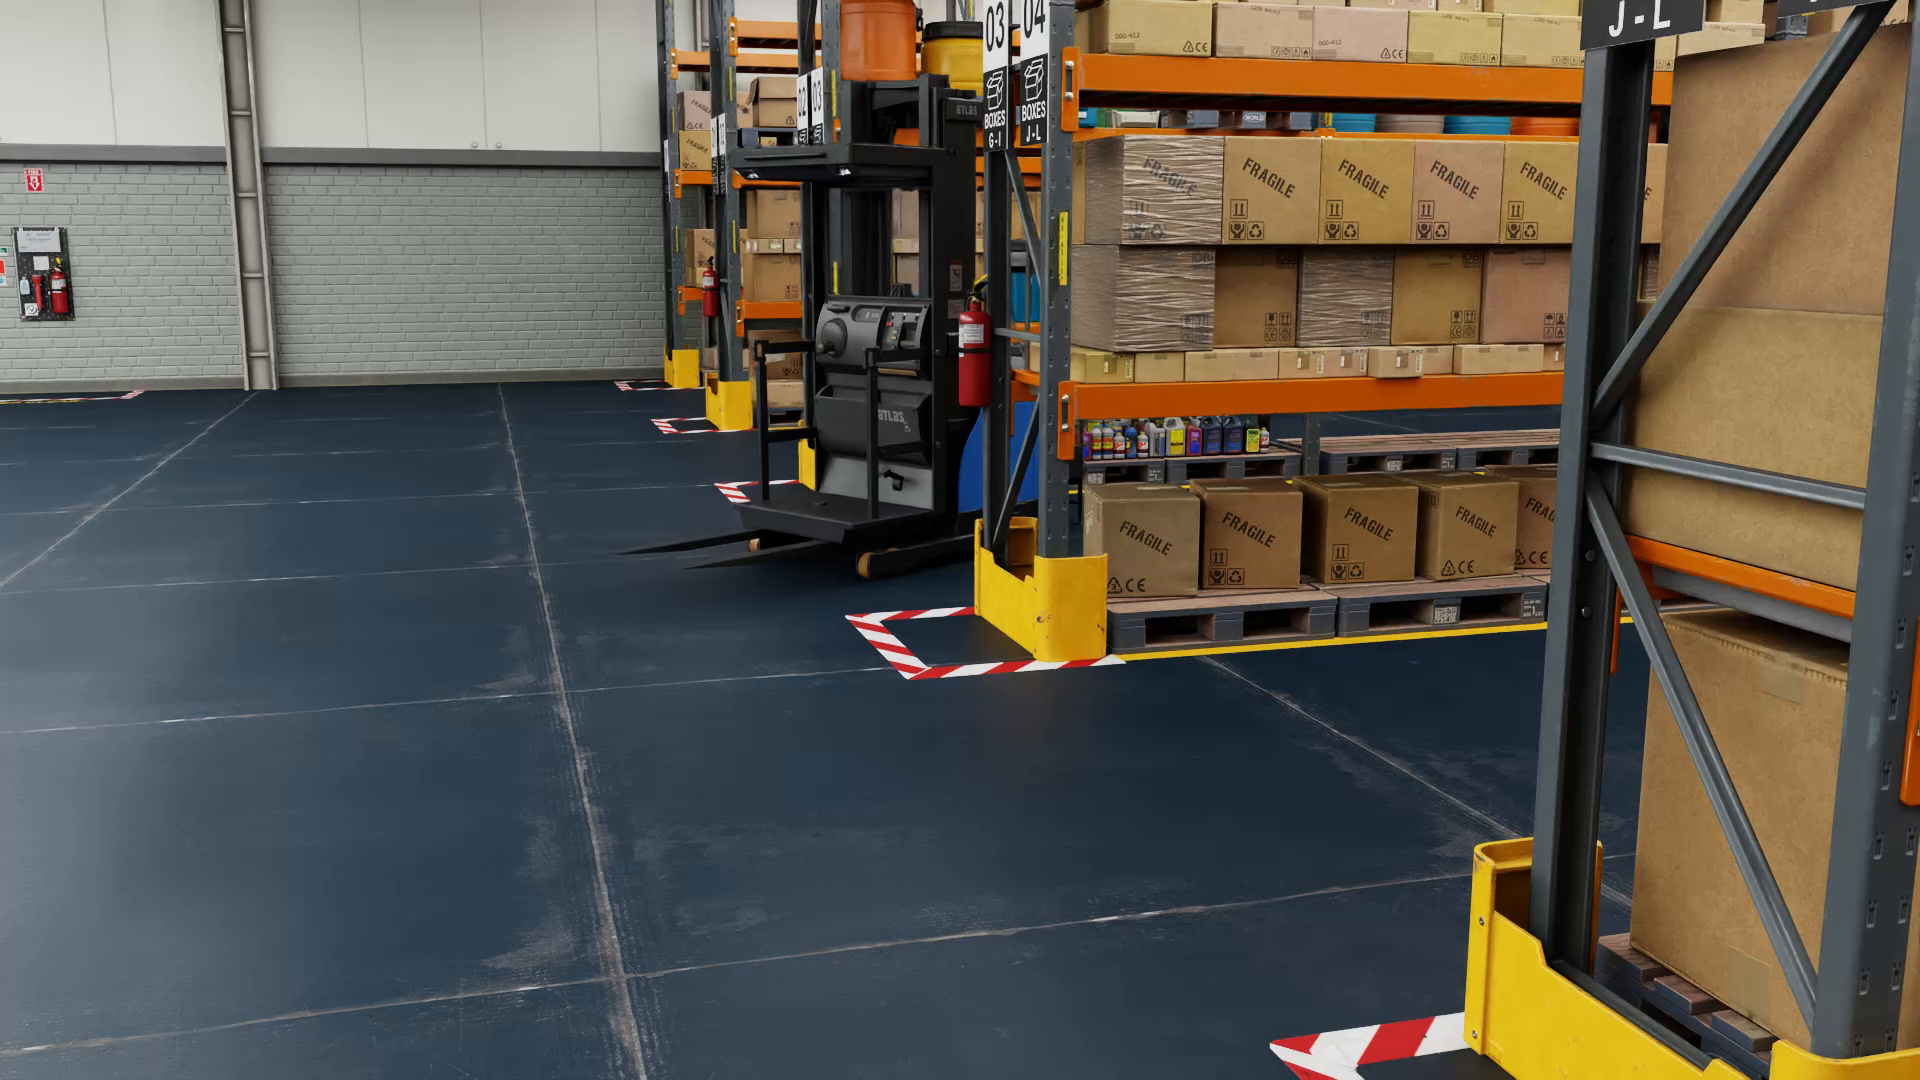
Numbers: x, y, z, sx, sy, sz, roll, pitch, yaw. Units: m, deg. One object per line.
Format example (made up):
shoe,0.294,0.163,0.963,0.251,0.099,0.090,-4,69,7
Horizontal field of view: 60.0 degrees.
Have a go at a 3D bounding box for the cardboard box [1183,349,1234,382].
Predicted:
cardboard box,1.148,-0.866,8.160,0.250,0.149,0.380,-3,11,-16

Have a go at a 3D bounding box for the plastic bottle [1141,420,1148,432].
plastic bottle,1.554,-0.843,13.630,0.133,0.283,0.061,-3,11,-16

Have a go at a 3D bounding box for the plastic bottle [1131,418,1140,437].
plastic bottle,1.531,-0.962,14.273,0.133,0.283,0.061,-3,11,-13

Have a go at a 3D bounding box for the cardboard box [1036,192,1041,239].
cardboard box,0.969,-3.586,18.379,0.500,0.500,0.700,-3,11,-16

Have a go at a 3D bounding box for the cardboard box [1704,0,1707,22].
cardboard box,3.645,-2.733,8.634,0.250,0.149,0.380,-3,11,-15

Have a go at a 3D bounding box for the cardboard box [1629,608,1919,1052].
cardboard box,2.240,0.663,3.870,0.875,0.875,0.875,-3,11,-16

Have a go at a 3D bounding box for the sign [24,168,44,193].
sign,-11.585,-4.501,20.809,0.199,0.298,0.001,-3,11,-16

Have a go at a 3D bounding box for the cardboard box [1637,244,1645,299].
cardboard box,3.219,-1.364,9.073,0.500,0.500,0.875,-3,11,-16

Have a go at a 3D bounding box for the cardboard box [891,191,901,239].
cardboard box,-0.958,-3.484,17.827,0.500,0.500,0.700,-3,11,-16

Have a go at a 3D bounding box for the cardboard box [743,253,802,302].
cardboard box,-1.996,-2.790,17.641,0.500,0.500,0.700,-3,11,-16

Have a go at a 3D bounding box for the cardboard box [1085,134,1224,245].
cardboard box,0.922,-1.665,7.946,0.500,0.500,0.500,-3,11,-16

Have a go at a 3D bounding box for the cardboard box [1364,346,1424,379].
cardboard box,2.125,-0.906,8.375,0.250,0.149,0.380,-3,11,-16

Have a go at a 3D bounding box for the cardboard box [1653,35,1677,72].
cardboard box,3.289,-2.508,8.514,0.500,0.250,0.500,-3,11,-15

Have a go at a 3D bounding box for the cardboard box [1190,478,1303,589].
cardboard box,1.486,-0.039,8.719,0.500,0.500,0.500,0,10,-1

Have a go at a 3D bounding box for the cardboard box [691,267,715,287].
cardboard box,-3.279,-3.486,22.057,0.500,0.250,0.500,-3,11,-18

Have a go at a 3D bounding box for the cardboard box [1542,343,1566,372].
cardboard box,3.049,-0.979,8.774,0.250,0.149,0.380,-3,11,-16

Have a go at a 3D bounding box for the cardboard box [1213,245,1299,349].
cardboard box,1.300,-1.262,8.518,0.500,0.500,0.875,-3,11,-16

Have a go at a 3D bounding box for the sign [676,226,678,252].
sign,-3.684,-3.912,21.620,0.005,0.325,0.100,-3,11,-16

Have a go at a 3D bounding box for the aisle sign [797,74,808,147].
aisle sign,-1.219,-3.185,12.881,0.004,0.787,0.394,-3,11,-16

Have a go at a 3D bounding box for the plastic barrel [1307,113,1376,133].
plastic barrel,3.201,-3.846,13.983,0.708,0.901,0.600,-3,11,-16

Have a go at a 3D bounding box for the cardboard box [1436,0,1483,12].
cardboard box,2.379,-2.665,8.264,0.250,0.149,0.380,-3,11,-18

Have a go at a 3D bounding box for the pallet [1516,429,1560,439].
pallet,5.860,-0.859,15.131,1.213,0.211,1.003,-3,11,-16

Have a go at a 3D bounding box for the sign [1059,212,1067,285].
sign,0.469,-1.329,7.588,0.005,0.325,0.100,-3,11,-16

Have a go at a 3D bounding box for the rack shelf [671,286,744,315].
rack shelf,-1.916,-3.328,22.825,4.000,0.370,1.077,-3,11,-16

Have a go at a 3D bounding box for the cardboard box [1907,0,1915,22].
cardboard box,5.542,-2.987,9.255,0.637,0.503,0.797,-3,11,-14

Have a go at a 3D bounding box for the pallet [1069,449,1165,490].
pallet,0.944,-0.600,13.723,1.213,0.211,1.003,-3,11,-16

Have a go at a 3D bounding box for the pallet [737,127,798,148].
pallet,-1.762,-4.183,17.440,1.213,0.211,1.003,-3,11,-16

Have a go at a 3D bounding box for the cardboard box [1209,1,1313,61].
cardboard box,1.346,-2.405,7.956,0.500,0.250,0.500,-3,11,-17

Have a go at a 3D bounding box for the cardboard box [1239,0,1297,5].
cardboard box,1.412,-2.600,7.915,0.250,0.149,0.380,-3,11,-14

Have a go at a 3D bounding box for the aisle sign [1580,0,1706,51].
aisle sign,1.455,-1.457,3.496,0.004,0.787,0.394,-3,11,-16

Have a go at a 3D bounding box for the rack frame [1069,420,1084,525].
rack frame,0.734,-1.169,11.596,0.015,2.100,0.400,-8,13,-36

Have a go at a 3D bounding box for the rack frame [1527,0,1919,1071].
rack frame,1.607,-0.130,3.467,0.127,3.000,1.000,-3,11,-16

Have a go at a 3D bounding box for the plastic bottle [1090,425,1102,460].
plastic bottle,1.090,-0.788,13.361,0.097,0.271,0.097,0,10,0

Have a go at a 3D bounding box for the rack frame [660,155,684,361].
rack frame,-3.836,-3.580,22.210,0.127,3.000,1.000,-3,11,-16

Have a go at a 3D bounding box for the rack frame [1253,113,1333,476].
rack frame,2.774,-2.061,13.955,0.127,3.000,1.000,-3,11,-16

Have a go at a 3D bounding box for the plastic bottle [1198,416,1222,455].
plastic bottle,2.052,-0.882,13.653,0.185,0.351,0.144,-4,11,-19

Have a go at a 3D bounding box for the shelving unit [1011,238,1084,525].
shelving unit,0.538,-1.142,11.453,0.503,2.100,0.431,-8,13,-36

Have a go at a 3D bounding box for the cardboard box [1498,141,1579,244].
cardboard box,2.843,-1.766,8.493,0.500,0.500,0.500,-3,11,-16

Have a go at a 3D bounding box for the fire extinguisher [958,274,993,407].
fire extinguisher,0.079,-1.033,8.589,0.183,0.674,0.296,-3,11,-16

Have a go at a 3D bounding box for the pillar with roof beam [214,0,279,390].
pillar with roof beam,-7.963,-5.665,16.962,0.400,9.000,9.100,-3,11,-16

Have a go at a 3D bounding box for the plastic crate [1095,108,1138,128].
plastic crate,1.183,-3.399,13.526,0.450,0.188,0.336,-3,11,-16

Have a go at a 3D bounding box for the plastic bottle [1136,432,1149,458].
plastic bottle,1.479,-0.774,13.479,0.097,0.201,0.097,0,10,0

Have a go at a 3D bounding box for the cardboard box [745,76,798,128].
cardboard box,-1.895,-4.549,17.356,0.637,0.503,0.797,-2,11,-12

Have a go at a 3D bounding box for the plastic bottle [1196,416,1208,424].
plastic bottle,2.073,-0.962,14.272,0.133,0.283,0.061,-3,11,-16

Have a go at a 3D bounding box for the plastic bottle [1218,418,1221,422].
plastic bottle,2.248,-0.956,14.467,0.097,0.201,0.097,0,10,0

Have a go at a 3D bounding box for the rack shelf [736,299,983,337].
rack shelf,-0.527,-2.467,18.149,4.000,0.370,1.077,-3,11,-16

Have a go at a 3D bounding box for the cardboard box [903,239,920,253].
cardboard box,-0.535,-3.148,17.792,0.250,0.149,0.380,-3,11,-15

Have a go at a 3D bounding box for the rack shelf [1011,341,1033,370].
rack shelf,0.538,-1.129,11.455,0.480,0.518,0.431,-8,13,-36

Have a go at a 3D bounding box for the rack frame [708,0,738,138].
rack frame,-2.448,-5.670,16.991,0.127,3.000,1.000,-3,11,-16

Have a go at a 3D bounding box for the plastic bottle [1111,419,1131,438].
plastic bottle,1.359,-0.913,14.030,0.135,0.276,0.152,-3,11,-16

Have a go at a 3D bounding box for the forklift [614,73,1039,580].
forklift,-0.686,-1.310,10.069,1.130,2.935,3.031,10,14,43

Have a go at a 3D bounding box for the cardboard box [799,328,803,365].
cardboard box,-1.881,-2.644,22.813,0.500,0.500,0.700,-4,11,-20

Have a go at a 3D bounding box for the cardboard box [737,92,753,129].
cardboard box,-2.902,-5.600,21.804,0.500,0.500,0.500,-3,11,-17

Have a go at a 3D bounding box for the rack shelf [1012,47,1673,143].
rack shelf,2.238,-2.220,8.522,4.000,0.370,1.077,-3,11,-16

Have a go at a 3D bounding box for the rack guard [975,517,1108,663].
rack guard,0.391,0.228,8.426,0.348,0.500,1.175,-3,11,-16

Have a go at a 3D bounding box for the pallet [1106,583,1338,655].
pallet,1.181,0.335,8.642,1.213,0.211,1.003,-3,11,-16
